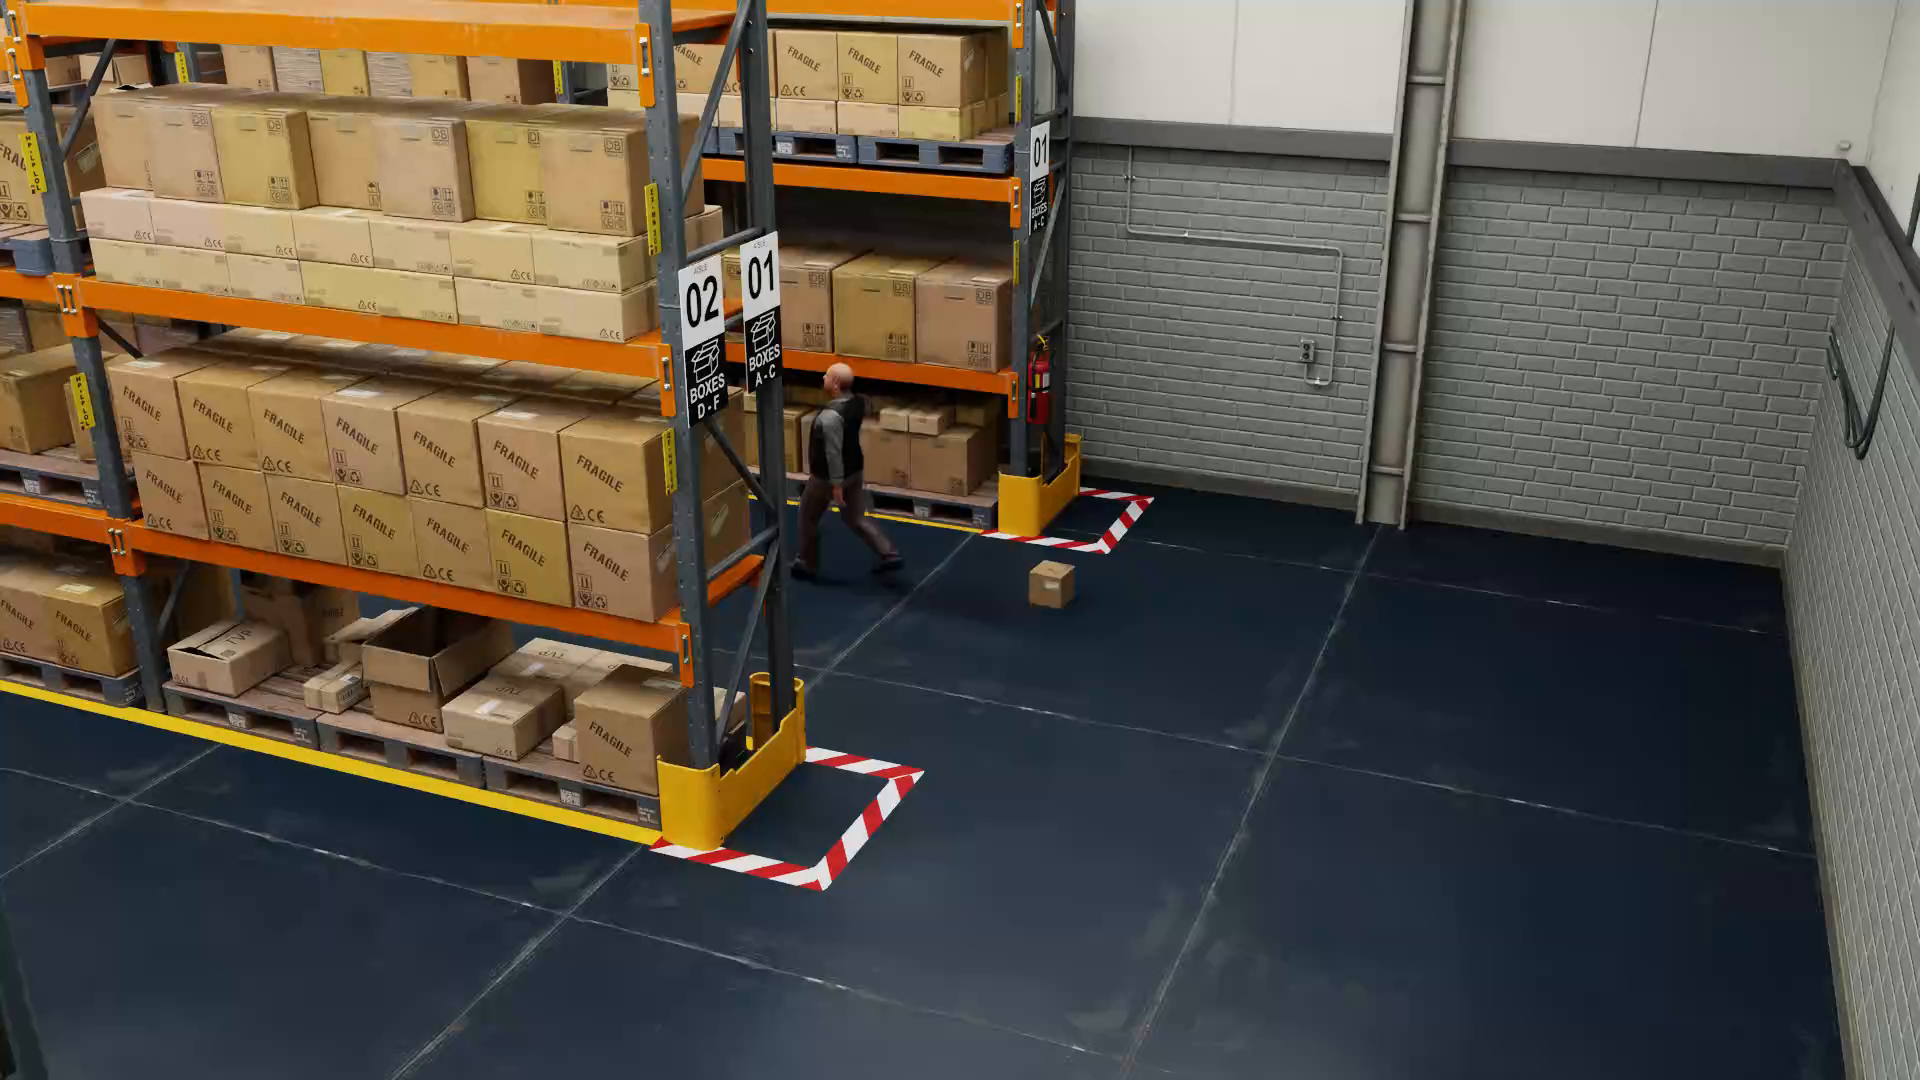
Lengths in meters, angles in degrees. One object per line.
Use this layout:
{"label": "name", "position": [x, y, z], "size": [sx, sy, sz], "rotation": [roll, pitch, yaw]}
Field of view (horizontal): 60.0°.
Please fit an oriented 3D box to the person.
{"label": "person", "position": [-0.890, -0.486, 12.163], "size": [0.985, 1.680, 0.537], "rotation": [12, 25, 26]}
